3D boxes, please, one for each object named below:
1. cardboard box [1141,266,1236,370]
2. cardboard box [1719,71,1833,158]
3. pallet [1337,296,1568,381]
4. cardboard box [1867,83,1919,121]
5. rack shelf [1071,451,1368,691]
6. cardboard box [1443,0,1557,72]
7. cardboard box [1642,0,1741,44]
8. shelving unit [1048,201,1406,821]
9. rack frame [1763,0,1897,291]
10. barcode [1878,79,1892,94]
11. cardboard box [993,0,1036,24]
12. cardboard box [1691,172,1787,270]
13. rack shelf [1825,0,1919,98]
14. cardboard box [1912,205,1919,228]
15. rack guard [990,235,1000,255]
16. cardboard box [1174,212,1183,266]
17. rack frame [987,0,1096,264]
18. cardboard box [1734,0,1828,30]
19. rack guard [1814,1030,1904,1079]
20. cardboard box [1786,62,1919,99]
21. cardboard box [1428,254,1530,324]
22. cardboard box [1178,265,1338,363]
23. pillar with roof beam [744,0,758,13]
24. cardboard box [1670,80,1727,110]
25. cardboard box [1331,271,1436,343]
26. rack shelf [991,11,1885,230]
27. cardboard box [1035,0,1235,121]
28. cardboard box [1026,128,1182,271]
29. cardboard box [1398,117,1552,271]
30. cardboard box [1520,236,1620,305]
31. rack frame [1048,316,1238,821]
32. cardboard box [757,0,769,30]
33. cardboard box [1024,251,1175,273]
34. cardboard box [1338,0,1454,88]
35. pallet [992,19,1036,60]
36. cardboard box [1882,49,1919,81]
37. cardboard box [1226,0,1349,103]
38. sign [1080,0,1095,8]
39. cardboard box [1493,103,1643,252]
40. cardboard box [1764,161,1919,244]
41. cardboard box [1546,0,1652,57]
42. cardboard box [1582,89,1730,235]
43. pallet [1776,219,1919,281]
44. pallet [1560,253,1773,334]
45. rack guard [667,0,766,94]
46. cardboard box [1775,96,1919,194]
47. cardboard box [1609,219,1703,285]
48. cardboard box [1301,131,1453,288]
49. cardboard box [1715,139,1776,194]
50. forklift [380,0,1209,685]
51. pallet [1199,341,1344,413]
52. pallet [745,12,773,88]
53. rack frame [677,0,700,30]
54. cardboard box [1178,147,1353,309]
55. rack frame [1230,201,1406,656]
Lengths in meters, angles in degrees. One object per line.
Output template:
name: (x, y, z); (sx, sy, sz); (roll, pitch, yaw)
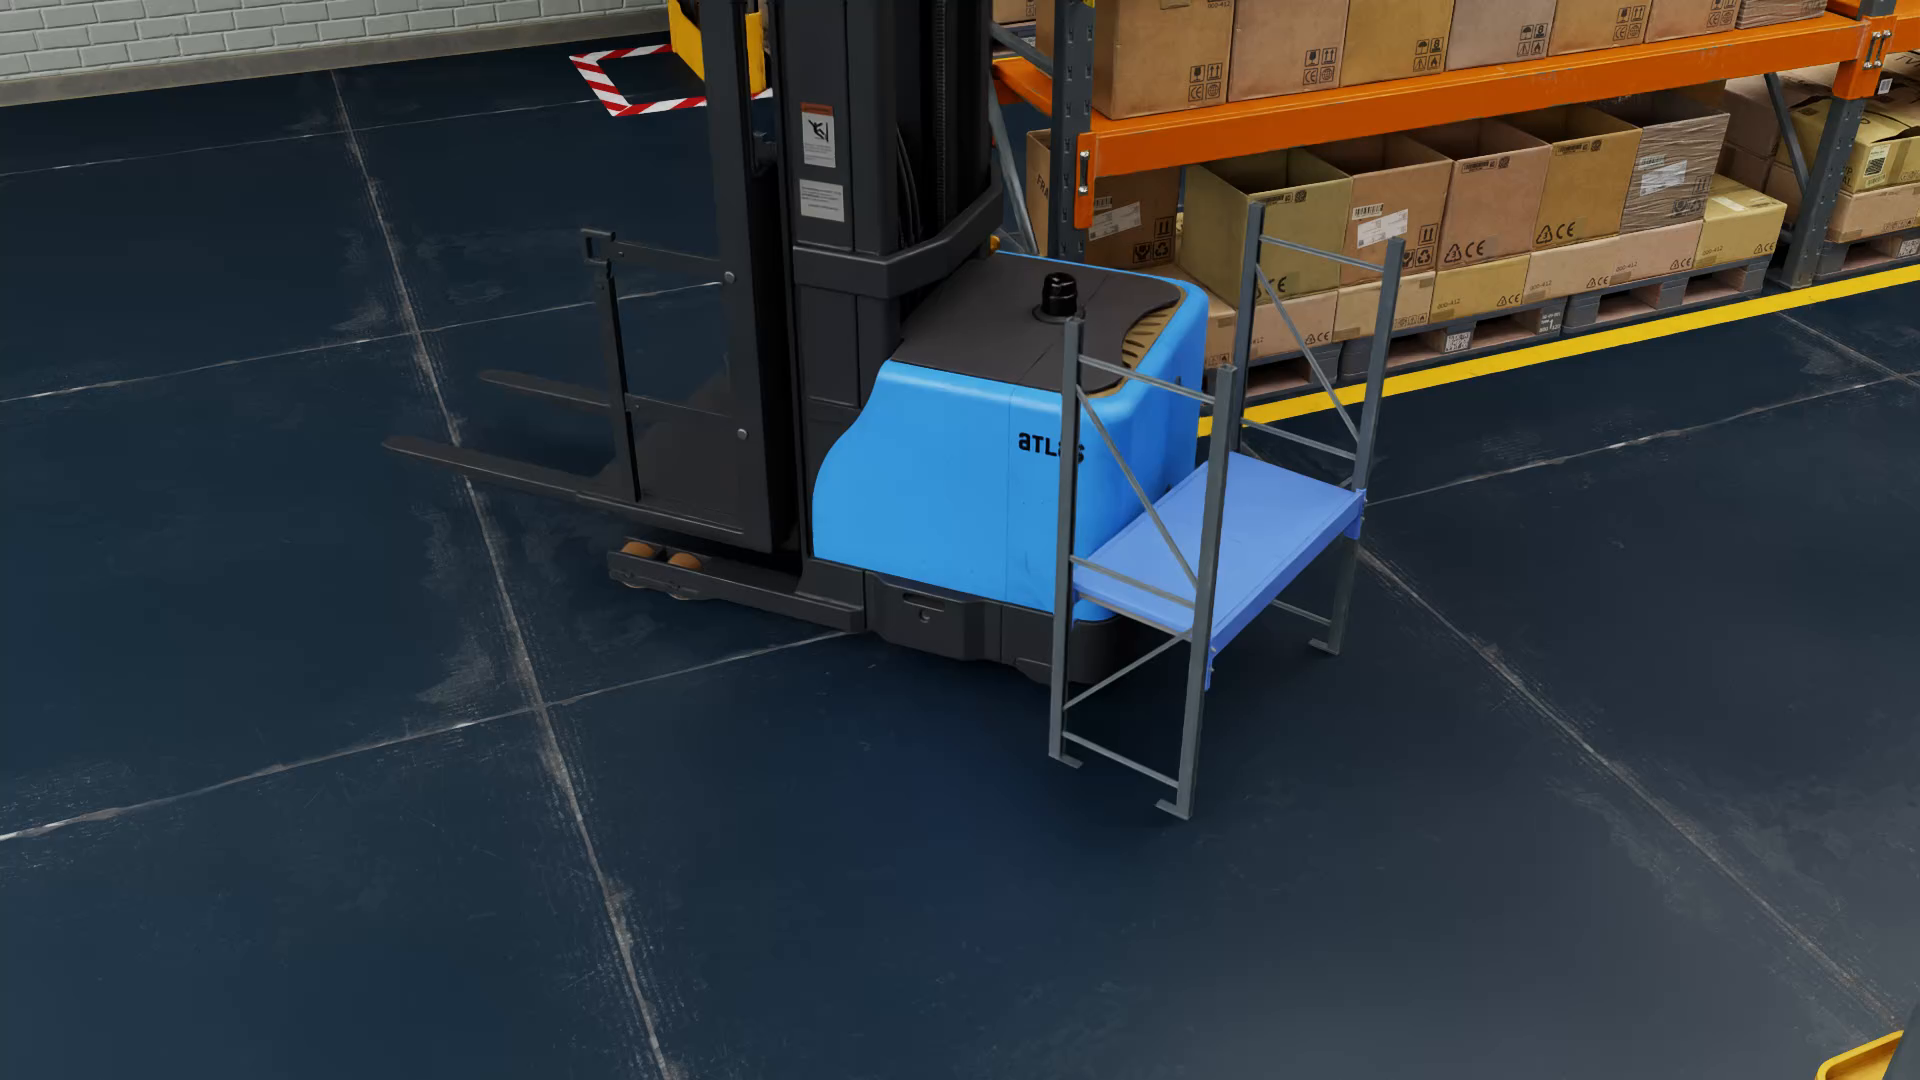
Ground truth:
cardboard box: (0.815, -0.915, 7.042); (0.500, 0.250, 0.500); (-13, 35, -19)
cardboard box: (4.185, -2.223, 8.538); (0.500, 0.311, 0.500); (-13, 35, -19)
pallet: (2.047, -1.159, 7.838); (1.213, 0.211, 1.003); (-13, 35, -19)
cardboard box: (4.864, -2.058, 8.285); (0.500, 0.311, 0.500); (-13, 35, -19)
rack shelf: (0.789, 0.050, 5.127); (0.538, 0.185, 1.000); (22, 39, 30)
cardboard box: (2.096, -2.352, 7.023); (0.500, 0.500, 0.700); (-12, 35, -18)
cardboard box: (3.032, -2.565, 7.350); (0.500, 0.500, 0.700); (-13, 35, -19)
shelving unit: (0.789, -0.101, 5.029); (0.538, 1.500, 1.048); (22, 39, 30)
rack frame: (3.923, -2.735, 7.702); (0.127, 3.000, 1.000); (-13, 35, -19)
barcode: (4.319, -2.118, 7.763); (0.075, 0.075, 0.001); (-13, 35, -19)
cardboard box: (0.208, -3.868, 11.333); (0.500, 0.500, 0.700); (-15, 36, -22)
cardboard box: (3.580, -1.550, 8.018); (0.500, 0.250, 0.500); (-13, 35, -19)
rack shelf: (5.767, -2.855, 8.548); (4.000, 0.370, 1.077); (-13, 35, -19)
cardboard box: (4.862, -1.826, 8.442); (0.500, 0.250, 0.500); (-12, 35, -18)
rack guard: (0.212, -0.837, 7.078); (0.348, 0.500, 1.175); (-13, 35, -19)
cardboard box: (1.071, -1.287, 7.614); (0.500, 0.250, 0.500); (-13, 35, -19)
rack frame: (0.235, -1.890, 6.405); (0.127, 3.000, 1.000); (-13, 35, -19)
cardboard box: (3.516, -2.680, 7.526); (0.500, 0.500, 0.700); (-14, 36, -20)
rack guard: (2.201, 1.610, 3.318); (0.348, 0.500, 1.175); (-13, 35, -19)
cardboard box: (4.662, -2.336, 8.712); (0.500, 0.311, 0.500); (-12, 35, -18)
cardboard box: (2.199, -1.231, 7.527); (0.500, 0.250, 0.500); (-13, 35, -19)
cardboard box: (1.275, -1.022, 7.207); (0.500, 0.250, 0.500); (-13, 35, -19)
pillar with roof beam: (0.291, -5.313, 6.164); (0.400, 9.000, 9.100); (-13, 35, -19)
cardboard box: (3.374, -2.132, 8.225); (0.500, 0.500, 0.500); (-13, 35, -19)
cardboard box: (1.736, -1.128, 7.369); (0.500, 0.250, 0.500); (-13, 35, -19)
rack shelf: (2.079, -2.011, 7.250); (4.000, 0.370, 1.077); (-13, 35, -19)
cardboard box: (0.670, -2.024, 6.519); (0.500, 0.500, 0.700); (-13, 35, -19)
cardboard box: (0.614, -1.491, 7.239); (0.500, 0.500, 0.500); (-13, 35, -19)
cardboard box: (2.199, -1.545, 7.322); (0.500, 0.500, 0.500); (-13, 35, -19)
cardboard box: (2.660, -1.337, 7.690); (0.500, 0.250, 0.500); (-13, 35, -19)
rack frame: (0.487, 0.122, 4.687); (0.500, 1.500, 0.032); (22, 39, 30)
cardboard box: (-1.014, -3.539, 11.000); (0.500, 0.311, 0.500); (-17, 37, -24)
cardboard box: (0.615, -1.175, 7.442); (0.500, 0.250, 0.500); (-13, 35, -19)
cardboard box: (1.612, -2.239, 6.850); (0.500, 0.500, 0.700); (-13, 35, -19)
pallet: (0.269, -3.637, 11.646); (1.213, 0.211, 1.003); (-13, 35, -19)
cardboard box: (5.123, -2.440, 8.872); (0.500, 0.311, 0.500); (-13, 35, -19)
cardboard box: (1.152, -2.137, 6.693); (0.500, 0.500, 0.700); (-12, 35, -18)
sign: (0.444, -2.006, 5.716); (0.005, 0.325, 0.100); (-13, 35, -19)
cardboard box: (2.655, -1.657, 7.496); (0.500, 0.500, 0.500); (-13, 35, -19)
cardboard box: (4.390, -1.719, 8.277); (0.500, 0.250, 0.500); (-14, 35, -20)
cardboard box: (2.568, -2.461, 7.190); (0.500, 0.500, 0.700); (-12, 35, -18)
cardboard box: (3.114, -1.765, 7.661); (0.500, 0.500, 0.500); (-13, 35, -19)
pallet: (4.587, -1.741, 8.732); (1.213, 0.211, 1.003); (-13, 35, -19)
pallet: (3.173, -1.419, 8.237); (1.213, 0.211, 1.003); (-13, 35, -19)
rack guard: (-1.616, -3.349, 10.938); (0.348, 0.500, 1.175); (-13, 35, -19)
cardboard box: (4.400, -1.955, 8.126); (0.500, 0.311, 0.500); (-13, 35, -19)
cardboard box: (3.115, -1.450, 7.864); (0.500, 0.250, 0.500); (-13, 35, -19)
cardboard box: (1.731, -1.448, 7.173); (0.500, 0.500, 0.500); (-13, 35, -19)
cardboard box: (4.193, -1.991, 8.696); (0.500, 0.250, 0.500); (-13, 35, -19)
forklift: (-0.713, -1.264, 5.505); (3.031, 2.935, 1.130); (13, 35, 19)
pallet: (0.923, -0.904, 7.445); (1.213, 0.211, 1.003); (-13, 35, -19)
pallet: (-0.854, -3.381, 11.253); (1.213, 0.211, 1.003); (-13, 35, -19)
rack frame: (-1.687, -4.380, 10.232); (0.127, 3.000, 1.000); (-13, 35, -19)
cardboard box: (1.275, -1.336, 7.001); (0.500, 0.500, 0.500); (-13, 35, -19)
rack frame: (1.092, -0.323, 5.372); (0.500, 1.500, 0.032); (22, 39, 30)
